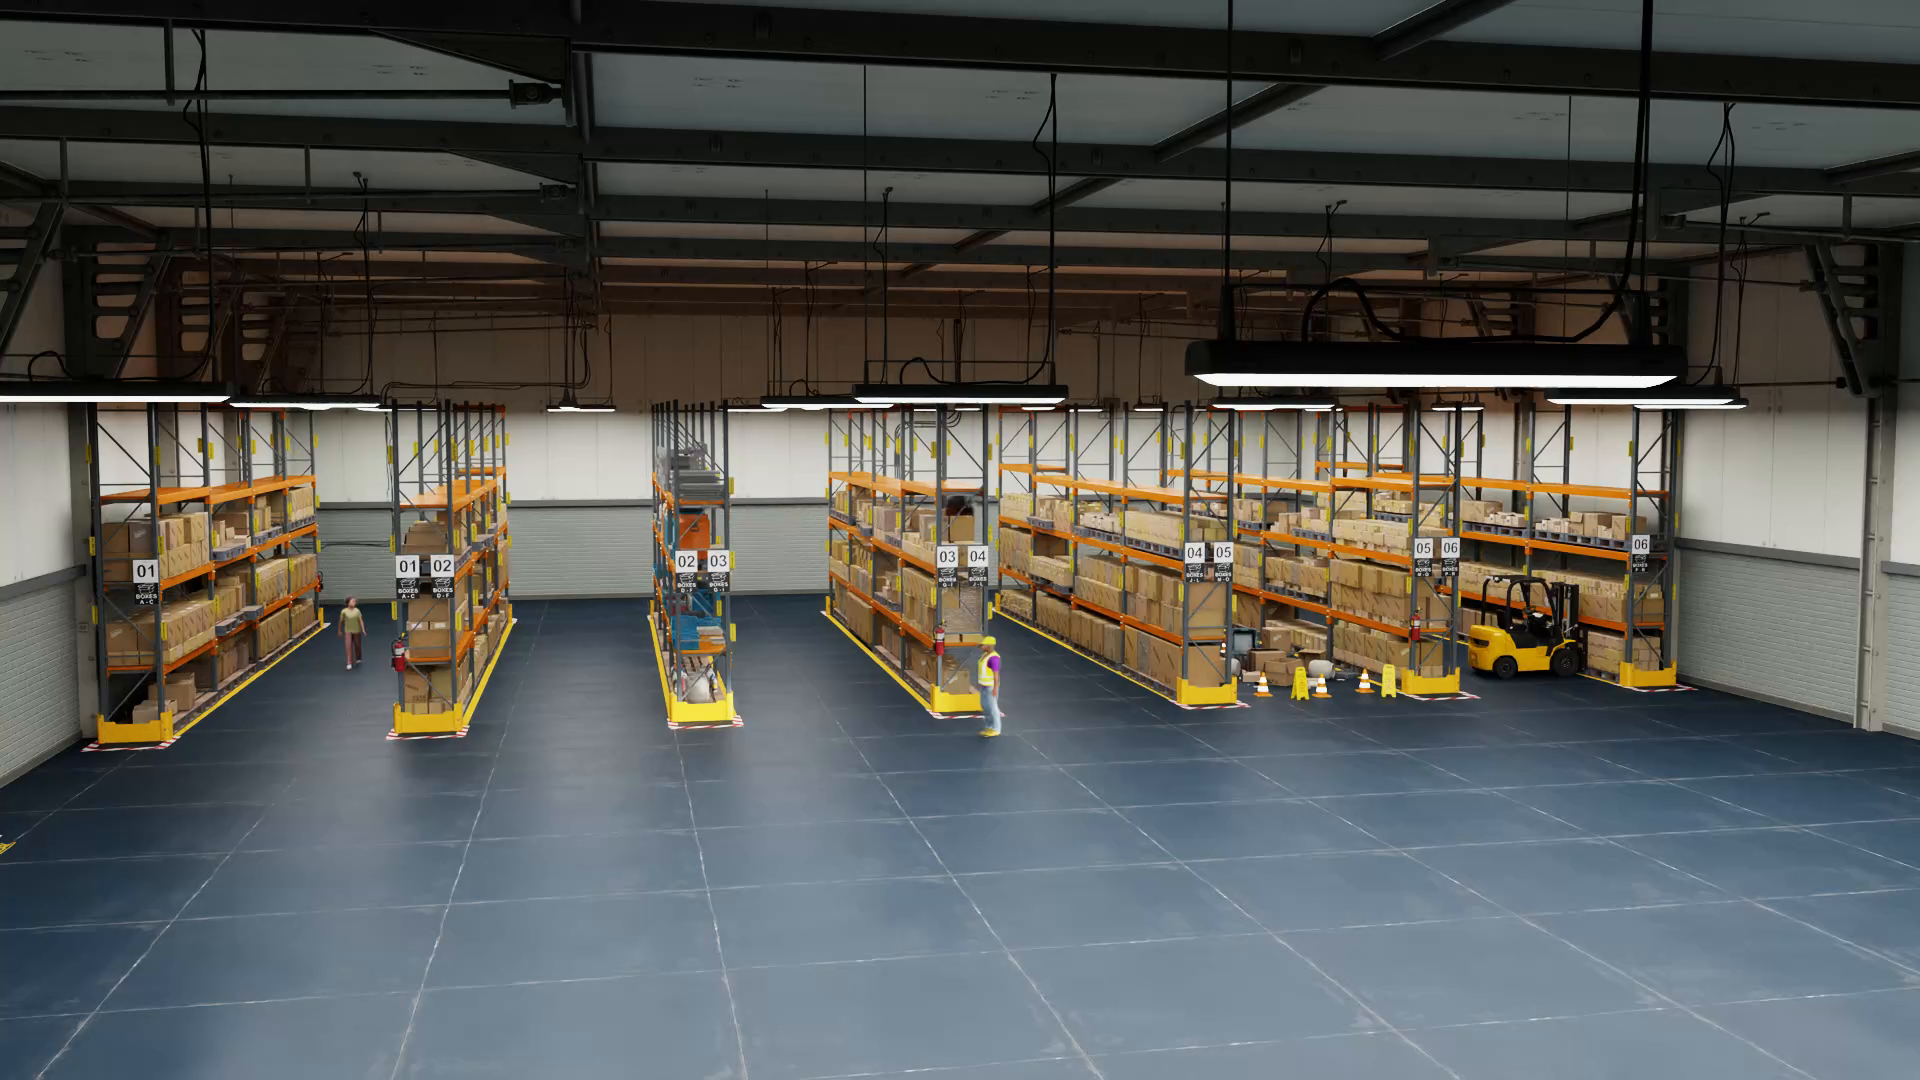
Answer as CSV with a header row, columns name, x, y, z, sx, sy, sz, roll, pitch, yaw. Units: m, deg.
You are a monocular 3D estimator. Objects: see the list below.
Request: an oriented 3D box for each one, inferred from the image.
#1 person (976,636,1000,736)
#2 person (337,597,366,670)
name,x,y,z,sx,sy,sz,roll,pitch,yaw
person,0.511,2.610,29.644,0.365,1.798,0.696,-2,5,-25
person,-13.756,2.083,37.587,0.611,1.621,1.064,-1,4,-16
